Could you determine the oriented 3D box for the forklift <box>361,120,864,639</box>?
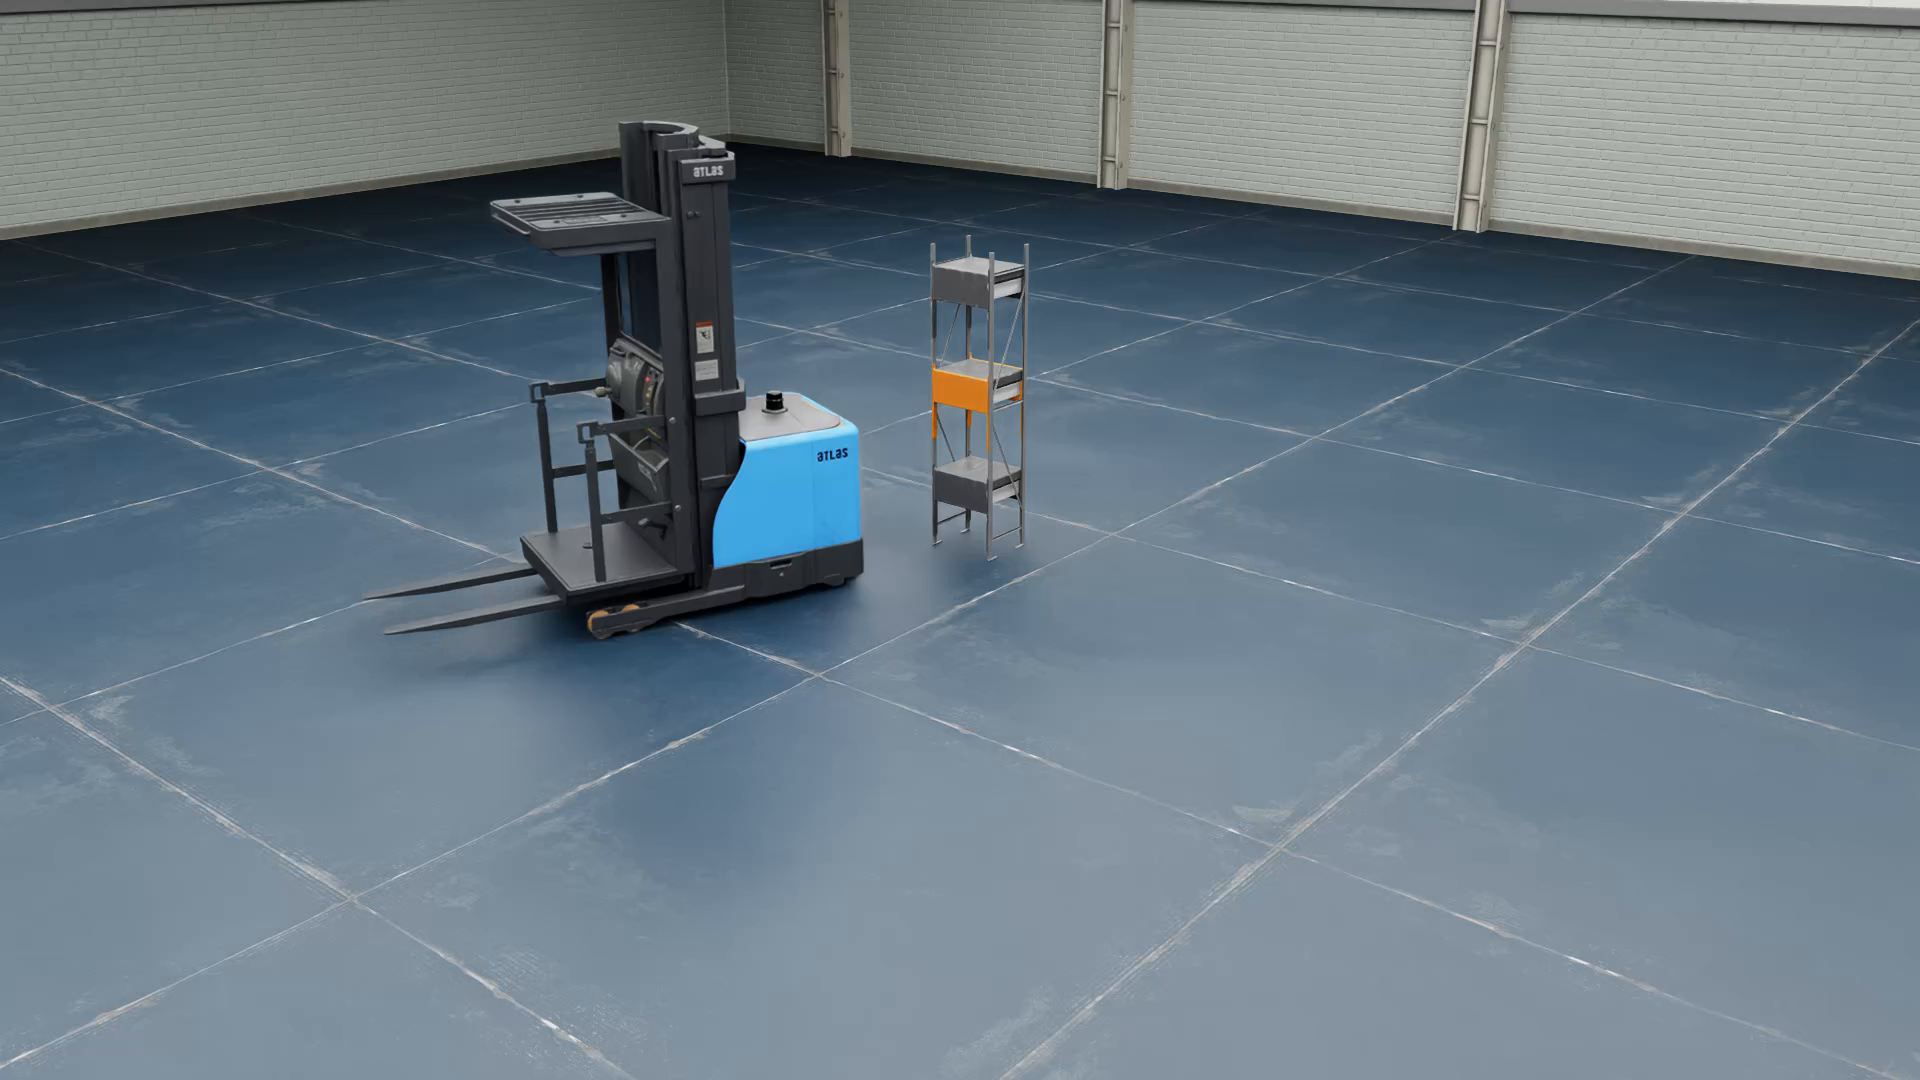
[{"bbox_3d":[-2.171,-0.985,10.127,3.031,2.935,1.130,-11,23,-27],"label":"forklift"}]

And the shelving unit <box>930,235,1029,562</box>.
[{"bbox_3d":[0.128,-0.946,11.200,0.503,2.100,0.431,16,26,36],"label":"shelving unit"}]

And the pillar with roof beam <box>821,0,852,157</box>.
[{"bbox_3d":[-4.928,-10.023,25.494,0.400,9.000,9.100,16,26,36],"label":"pillar with roof beam"}]

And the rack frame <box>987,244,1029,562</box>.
[{"bbox_3d":[0.317,-0.891,11.055,0.015,2.100,0.400,16,26,36],"label":"rack frame"}]

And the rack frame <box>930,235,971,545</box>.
[{"bbox_3d":[-0.061,-1.000,11.344,0.015,2.100,0.400,16,26,36],"label":"rack frame"}]

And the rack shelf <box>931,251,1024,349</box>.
[{"bbox_3d":[0.128,-1.588,10.958,0.480,0.518,0.431,16,26,36],"label":"rack shelf"}]

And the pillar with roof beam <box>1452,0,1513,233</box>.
[{"bbox_3d":[4.369,-7.346,18.394,0.400,9.000,9.100,16,26,36],"label":"pillar with roof beam"}]

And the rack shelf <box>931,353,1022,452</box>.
[{"bbox_3d":[0.128,-0.933,11.205,0.480,0.518,0.431,16,26,36],"label":"rack shelf"}]

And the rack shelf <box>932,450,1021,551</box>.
[{"bbox_3d":[0.128,-0.278,11.452,0.480,0.518,0.431,16,26,36],"label":"rack shelf"}]

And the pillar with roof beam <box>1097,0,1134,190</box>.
[{"bbox_3d":[-0.280,-8.684,21.944,0.400,9.000,9.100,16,26,36],"label":"pillar with roof beam"}]
